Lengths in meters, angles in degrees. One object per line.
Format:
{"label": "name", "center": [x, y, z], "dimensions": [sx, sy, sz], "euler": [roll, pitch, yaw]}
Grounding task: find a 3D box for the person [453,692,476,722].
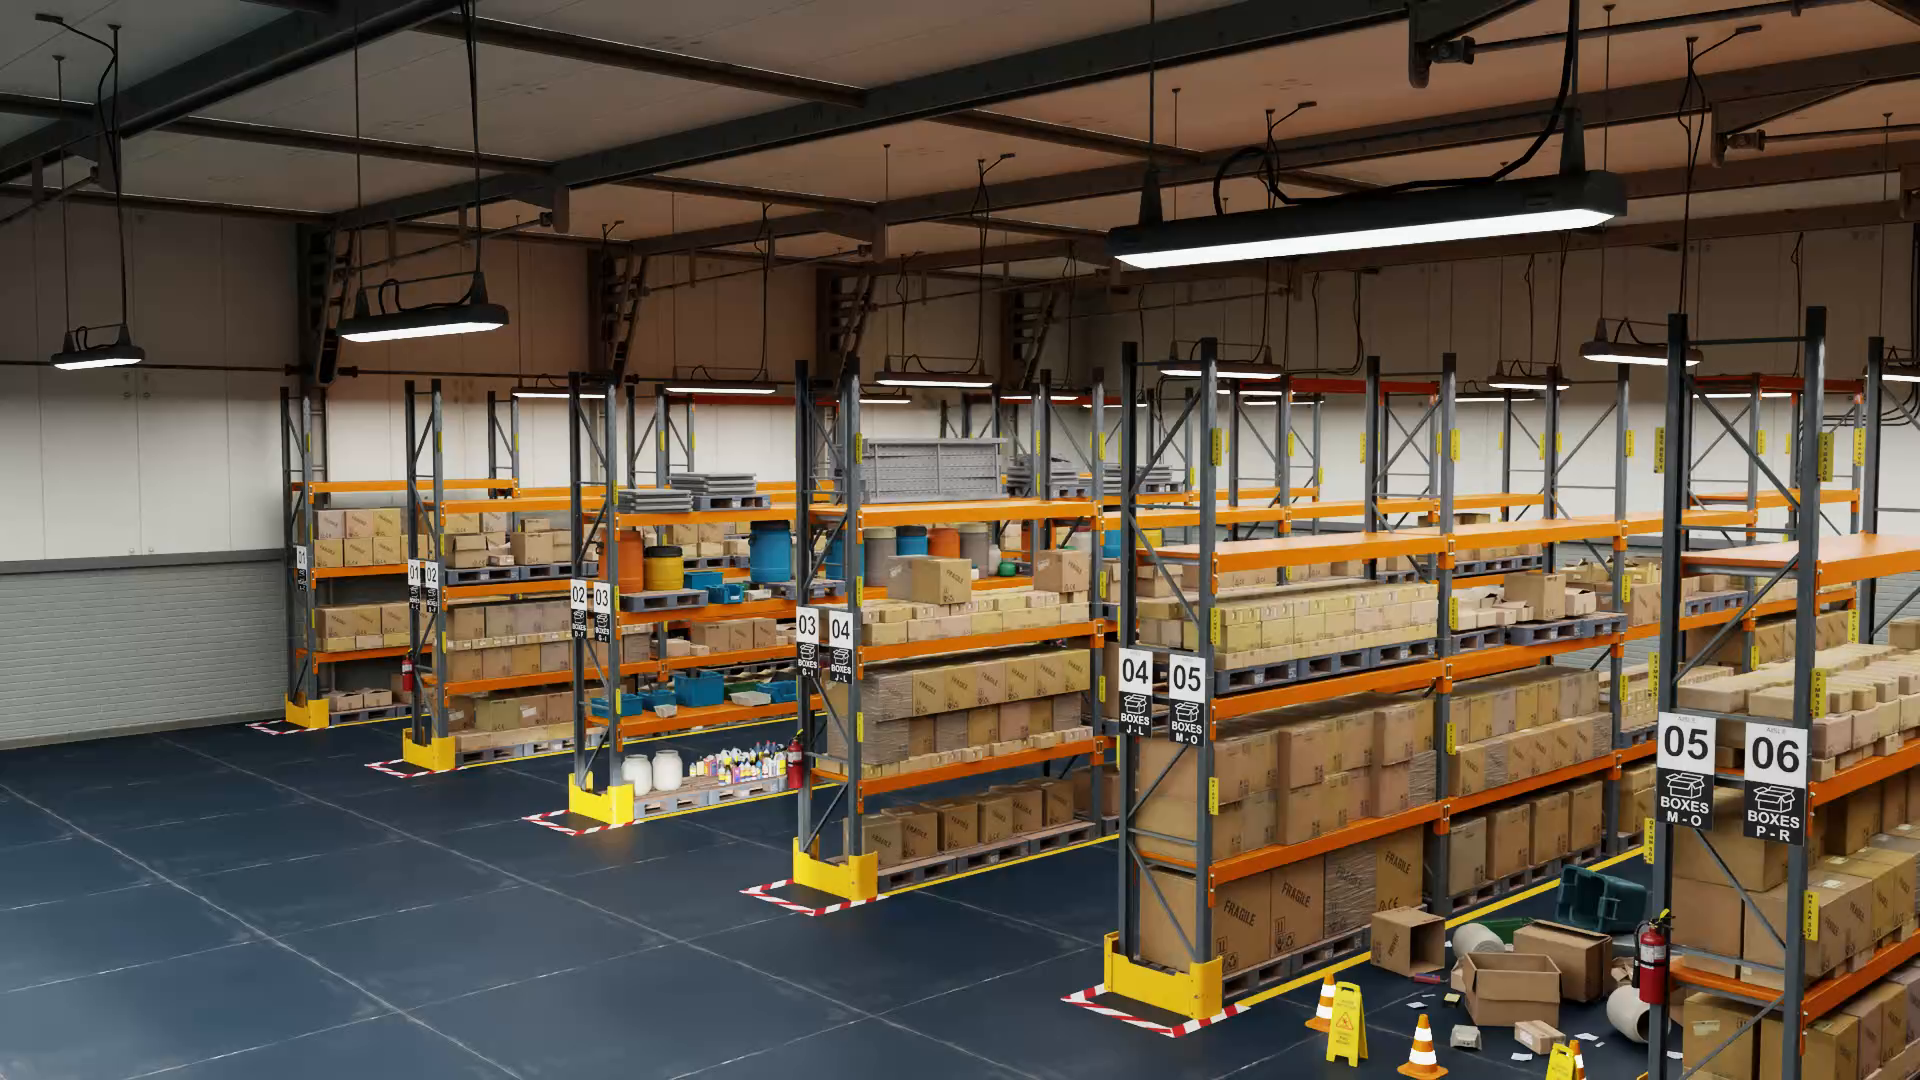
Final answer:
{"label": "person", "center": [-8.375, 2.492, 28.131], "dimensions": [0.655, 1.822, 0.818], "euler": [4, 5, 44]}
